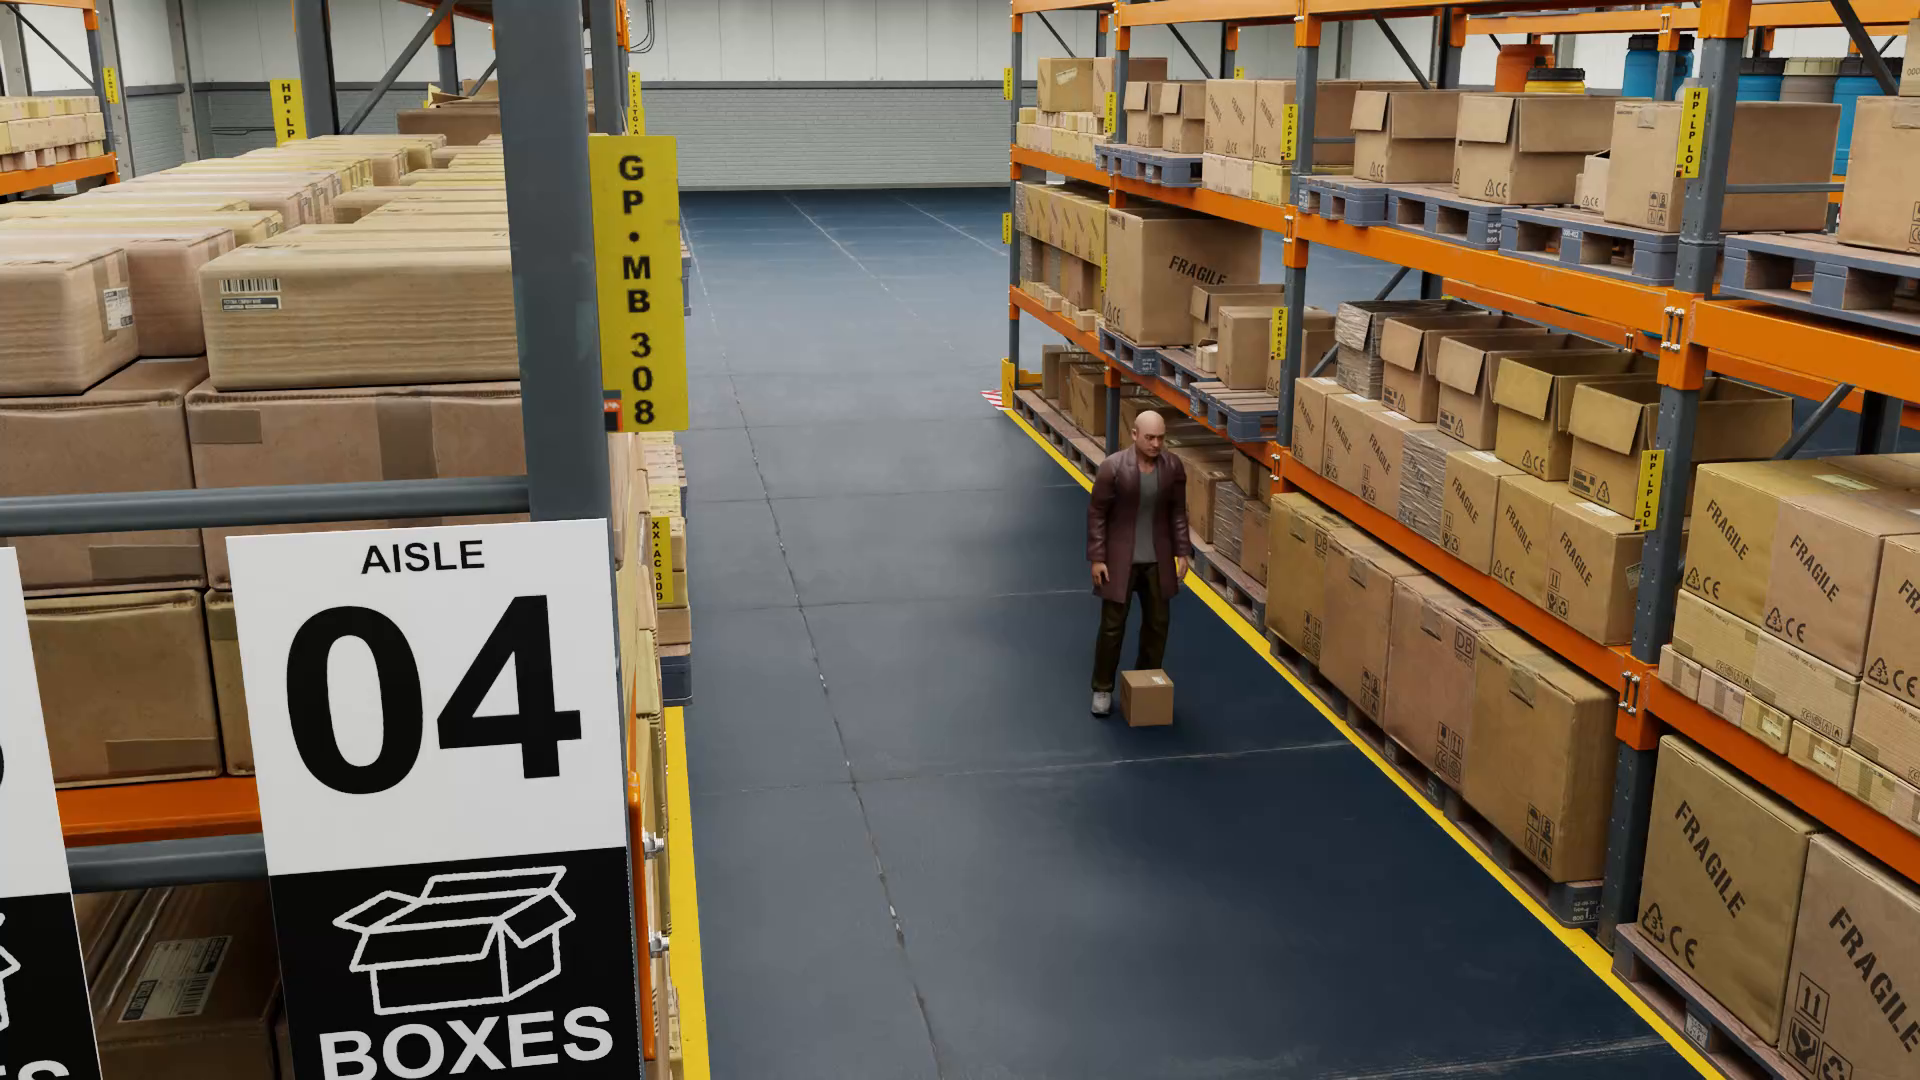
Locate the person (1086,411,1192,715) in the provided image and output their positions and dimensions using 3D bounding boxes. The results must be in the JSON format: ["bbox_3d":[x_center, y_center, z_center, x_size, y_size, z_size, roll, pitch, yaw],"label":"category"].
[{"bbox_3d":[1.041,0.115,9.662,0.653,1.773,0.425,-4,17,-14],"label":"person"}]
